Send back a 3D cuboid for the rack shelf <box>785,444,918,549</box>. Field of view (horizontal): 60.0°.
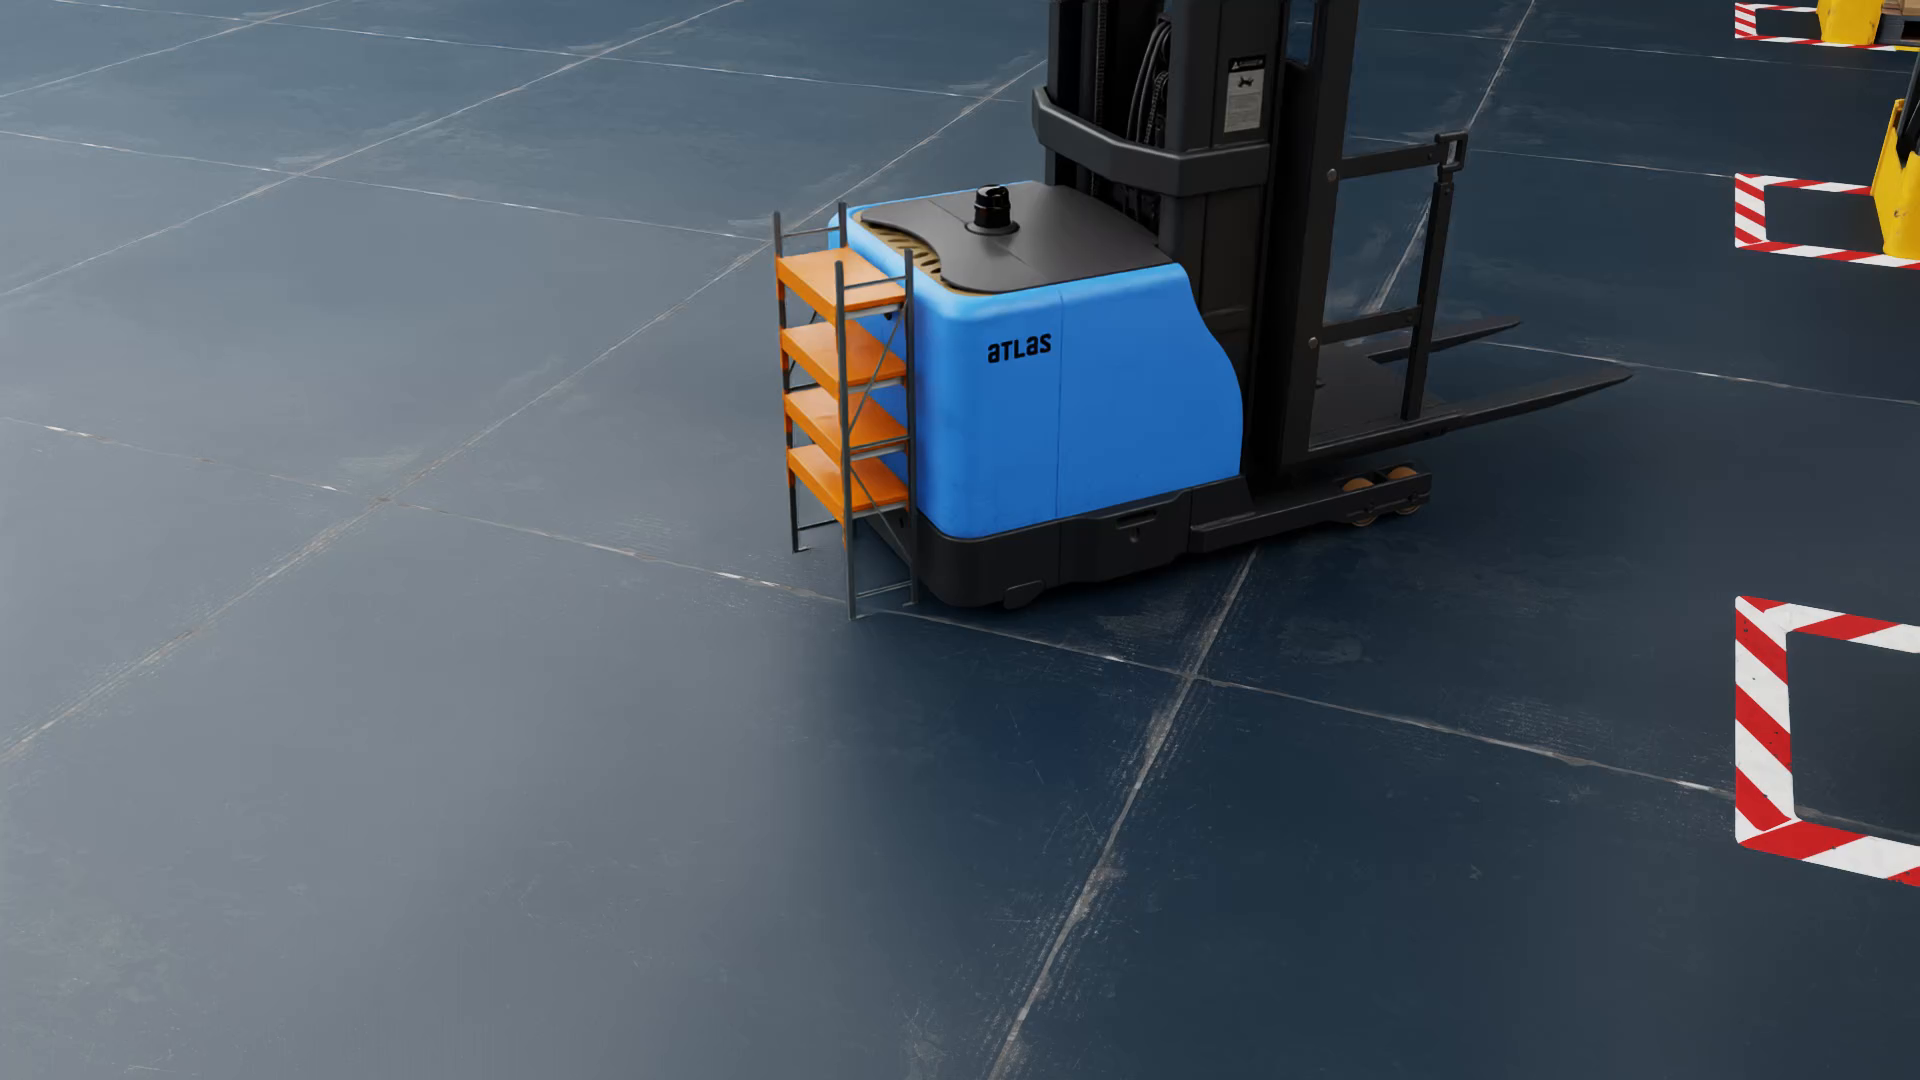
[{"bbox_3d":[-0.355,-0.167,5.367,0.258,0.148,0.480,-14,32,-23],"label":"rack shelf"}]

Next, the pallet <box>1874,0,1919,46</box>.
[{"bbox_3d":[7.461,-3.859,12.363,1.213,0.211,1.003,11,31,19],"label":"pallet"}]

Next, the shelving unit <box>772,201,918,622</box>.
[{"bbox_3d":[-0.355,-0.399,5.236,0.258,1.200,0.503,-14,32,-23],"label":"shelving unit"}]

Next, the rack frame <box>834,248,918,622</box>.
[{"bbox_3d":[-0.246,-0.291,5.046,0.240,1.200,0.015,-14,32,-23],"label":"rack frame"}]

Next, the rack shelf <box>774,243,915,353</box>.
[{"bbox_3d":[-0.355,-0.741,5.043,0.258,0.148,0.480,-14,32,-23],"label":"rack shelf"}]

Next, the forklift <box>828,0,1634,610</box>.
[{"bbox_3d":[1.103,-1.543,5.501,3.031,2.935,1.130,-14,32,-23],"label":"forklift"}]

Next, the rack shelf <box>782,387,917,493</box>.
[{"bbox_3d":[-0.355,-0.340,5.269,0.258,0.148,0.480,-14,32,-23],"label":"rack shelf"}]

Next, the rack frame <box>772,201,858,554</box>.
[{"bbox_3d":[-0.465,-0.506,5.426,0.240,1.200,0.015,-14,32,-23],"label":"rack frame"}]

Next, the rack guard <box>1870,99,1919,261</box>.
[{"bbox_3d":[4.959,-1.857,8.527,0.348,0.500,1.175,11,31,19],"label":"rack guard"}]

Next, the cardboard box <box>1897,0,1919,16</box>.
[{"bbox_3d":[7.150,-3.981,12.112,0.500,0.250,0.500,11,31,19],"label":"cardboard box"}]

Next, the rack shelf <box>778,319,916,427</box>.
[{"bbox_3d":[-0.355,-0.535,5.159,0.258,0.148,0.480,-14,32,-23],"label":"rack shelf"}]

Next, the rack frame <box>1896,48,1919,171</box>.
[{"bbox_3d":[4.871,-2.938,7.899,0.127,3.000,1.000,11,31,19],"label":"rack frame"}]

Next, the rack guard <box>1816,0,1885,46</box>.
[{"bbox_3d":[6.715,-4.112,12.516,0.348,0.500,1.175,11,31,19],"label":"rack guard"}]
